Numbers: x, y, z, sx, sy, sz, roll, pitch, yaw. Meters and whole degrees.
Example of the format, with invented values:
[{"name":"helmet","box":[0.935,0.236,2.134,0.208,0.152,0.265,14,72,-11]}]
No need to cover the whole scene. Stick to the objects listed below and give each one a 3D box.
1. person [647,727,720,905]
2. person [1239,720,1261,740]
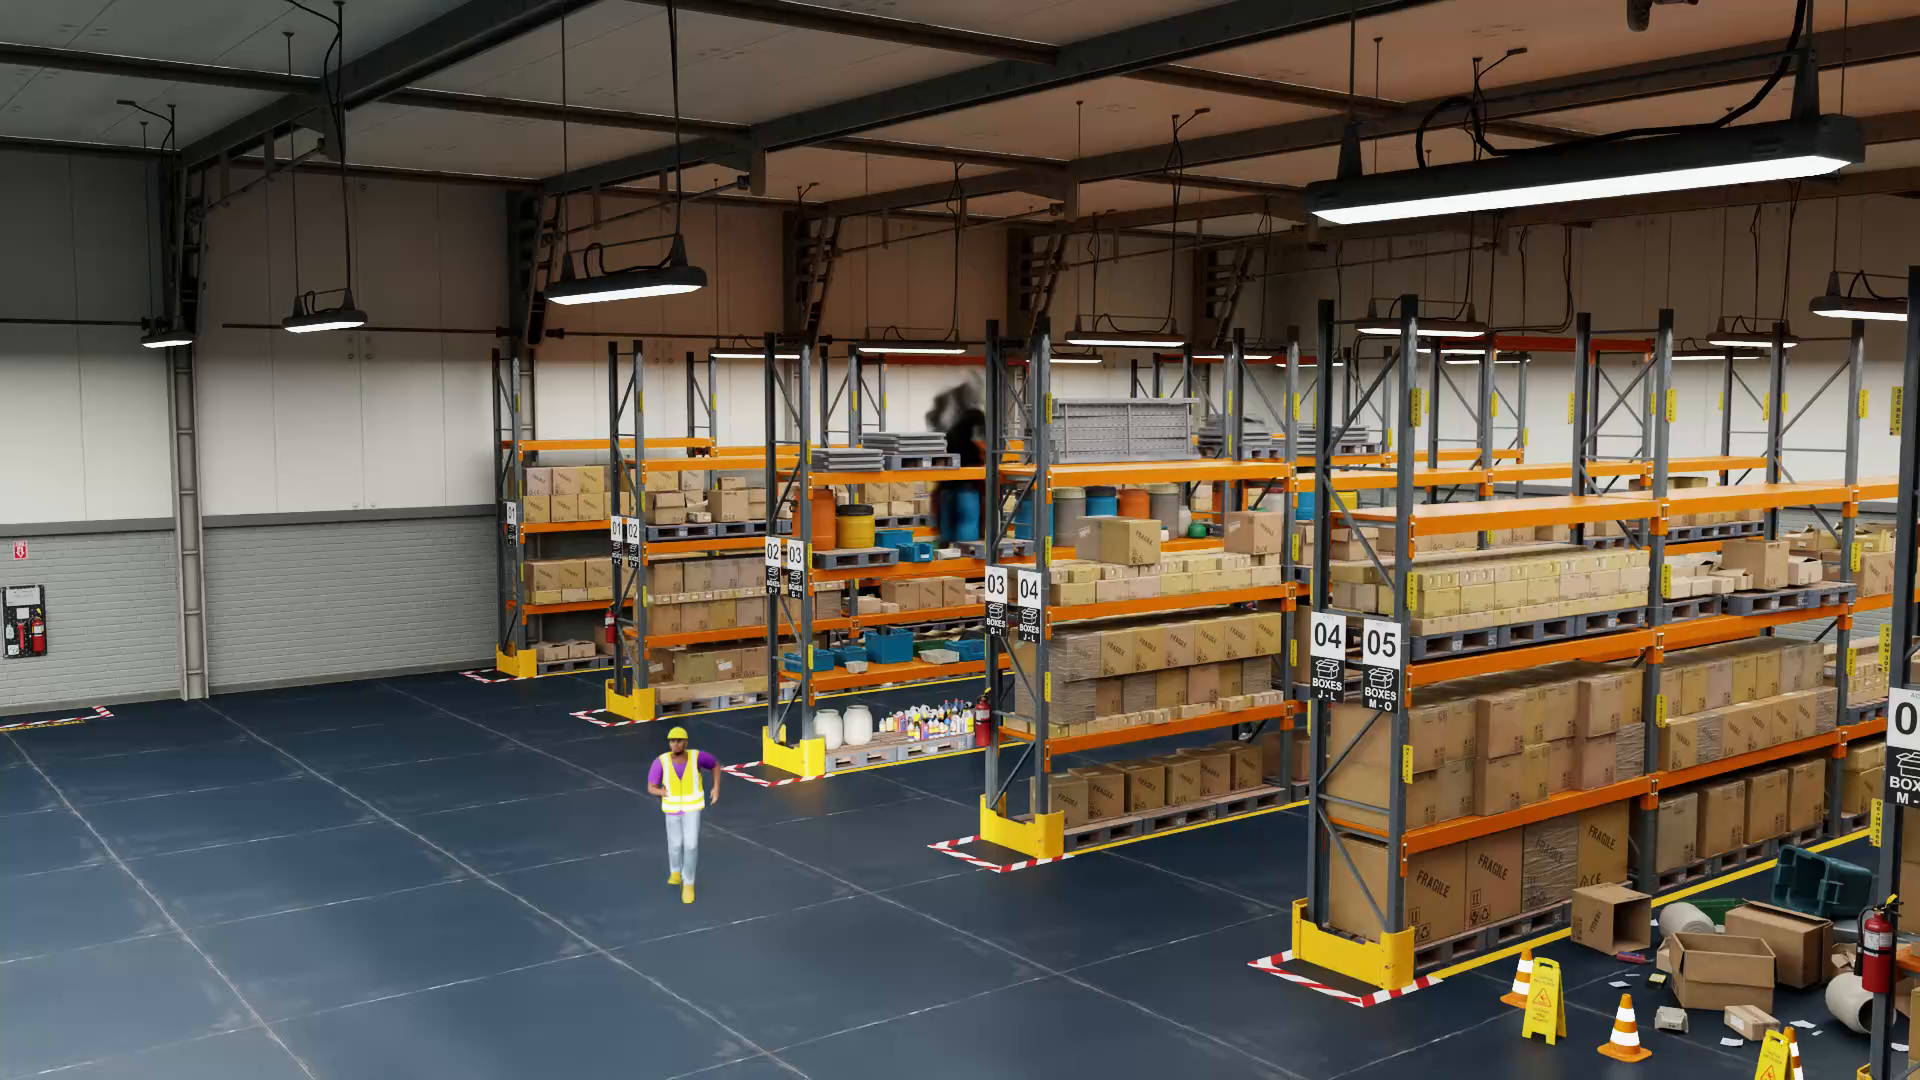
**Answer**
[{"name":"person","box":[-2.834,2.791,17.065,0.710,1.800,0.894,0,5,-2]},{"name":"person","box":[4.365,2.204,24.982,0.498,1.568,0.537,-4,7,-41]}]
